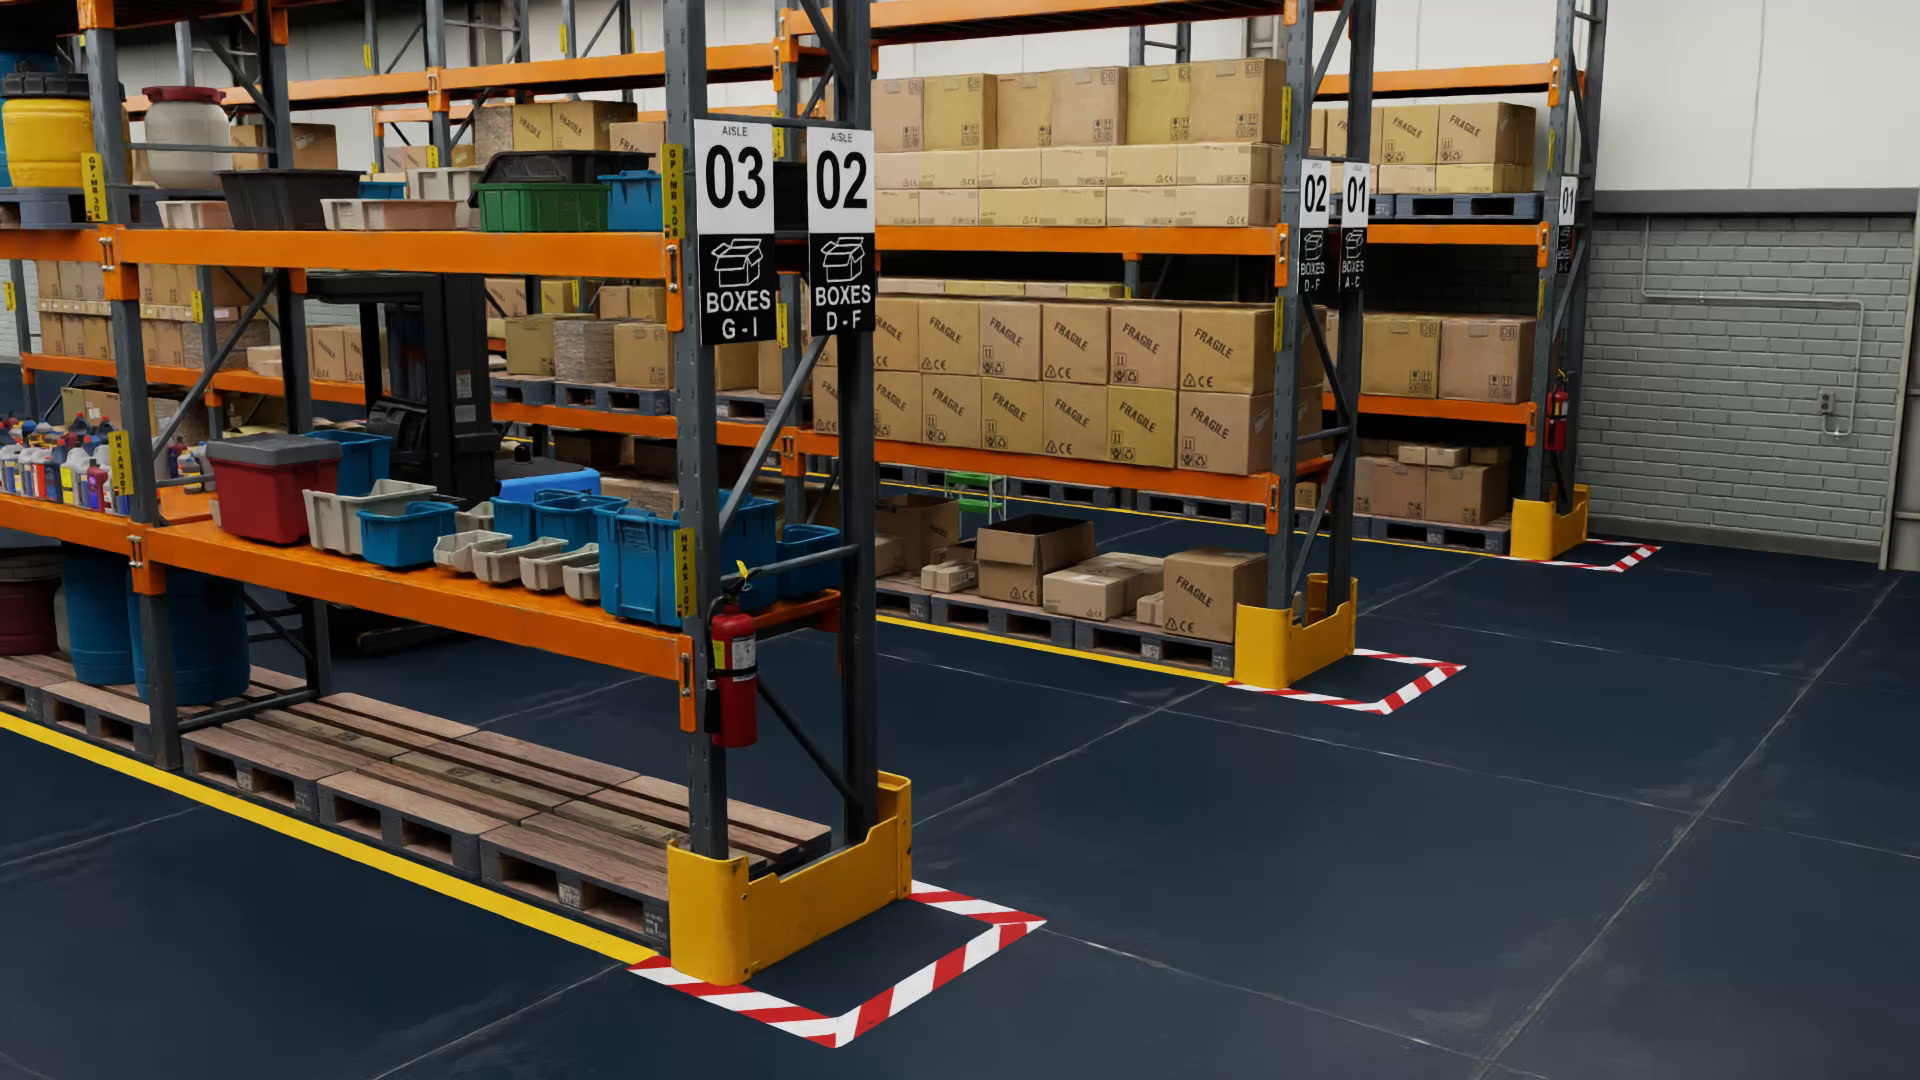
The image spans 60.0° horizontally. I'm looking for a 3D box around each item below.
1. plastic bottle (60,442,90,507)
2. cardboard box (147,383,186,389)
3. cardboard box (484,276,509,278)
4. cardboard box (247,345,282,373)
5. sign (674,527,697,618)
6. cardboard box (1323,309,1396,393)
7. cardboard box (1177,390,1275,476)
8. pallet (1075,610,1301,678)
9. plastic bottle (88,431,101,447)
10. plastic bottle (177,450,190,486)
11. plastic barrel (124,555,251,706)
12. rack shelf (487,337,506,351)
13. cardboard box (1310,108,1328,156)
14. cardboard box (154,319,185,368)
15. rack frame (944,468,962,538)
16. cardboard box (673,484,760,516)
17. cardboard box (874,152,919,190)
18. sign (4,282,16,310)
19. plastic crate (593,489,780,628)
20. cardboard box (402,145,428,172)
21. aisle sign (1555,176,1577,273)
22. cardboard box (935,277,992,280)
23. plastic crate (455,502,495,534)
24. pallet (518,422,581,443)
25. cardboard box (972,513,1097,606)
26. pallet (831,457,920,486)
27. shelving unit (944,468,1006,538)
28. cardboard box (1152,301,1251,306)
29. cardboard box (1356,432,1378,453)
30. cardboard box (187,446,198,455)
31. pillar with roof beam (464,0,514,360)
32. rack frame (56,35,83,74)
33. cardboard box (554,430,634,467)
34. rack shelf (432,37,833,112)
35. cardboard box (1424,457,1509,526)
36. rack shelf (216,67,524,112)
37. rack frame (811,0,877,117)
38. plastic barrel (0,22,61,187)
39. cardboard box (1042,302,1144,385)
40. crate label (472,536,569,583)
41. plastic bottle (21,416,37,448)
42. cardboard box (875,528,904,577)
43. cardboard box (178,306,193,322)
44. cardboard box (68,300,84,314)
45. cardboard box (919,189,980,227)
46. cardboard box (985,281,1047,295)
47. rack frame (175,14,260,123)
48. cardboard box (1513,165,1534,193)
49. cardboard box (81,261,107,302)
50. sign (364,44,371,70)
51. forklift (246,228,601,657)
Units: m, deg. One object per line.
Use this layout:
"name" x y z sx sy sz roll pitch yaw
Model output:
"plastic bottle" -4.852 -0.365 9.151 0.185 0.351 0.144 8 13 36
"cardboard box" -9.231 -1.543 19.267 0.500 0.500 0.500 8 13 36
"cardboard box" -6.400 -3.371 22.923 0.500 0.500 0.500 7 13 34
"cardboard box" -7.007 -1.871 17.201 0.500 0.250 0.500 9 14 39
"sign" -1.006 0.119 6.087 0.005 0.325 0.100 8 13 36
"cardboard box" 3.552 -1.774 15.511 0.700 0.700 0.980 7 13 33
"cardboard box" 1.720 -0.702 10.500 0.500 0.500 0.500 8 14 37
"pallet" 1.538 0.627 11.236 1.213 0.211 1.003 8 13 36
"plastic bottle" -5.317 -0.531 10.215 0.097 0.271 0.097 0 11 0
"plastic bottle" -4.594 -0.430 9.876 0.097 0.201 0.097 0 11 0
"plastic barrel" -4.345 0.424 9.361 0.708 0.901 0.600 8 13 36
"rack shelf" -6.113 -2.624 22.591 4.000 0.370 1.077 8 13 36
"cardboard box" 3.175 -3.641 15.107 0.500 0.500 0.500 8 14 36
"cardboard box" -8.220 -2.150 17.983 0.500 0.500 0.700 8 13 35
"rack frame" -0.063 -0.598 14.961 0.015 1.200 0.240 8 13 36
"cardboard box" -1.943 -0.152 13.339 0.500 0.500 0.500 8 14 36
"cardboard box" -0.333 -2.590 11.703 0.500 0.250 0.500 8 13 36
"sign" -10.987 -2.823 19.237 0.005 0.325 0.100 8 13 36
"plastic crate" -1.073 0.057 6.585 0.499 0.435 0.616 8 13 36
"cardboard box" -7.184 -5.080 22.546 0.500 0.500 0.500 8 13 35
"aisle sign" 5.051 -2.626 13.861 0.004 0.787 0.394 8 13 36
"cardboard box" 0.069 -2.748 18.262 0.500 0.250 0.500 8 13 34
"plastic crate" -2.336 -0.087 8.117 0.466 0.136 0.293 8 13 36
"pallet" -5.063 -1.454 21.988 1.213 0.211 1.003 8 13 36
"cardboard box" 0.535 0.126 11.897 0.637 0.503 0.797 8 13 36
"pallet" -0.686 -0.834 18.783 1.213 0.211 1.003 8 13 36
"shelving unit" 0.133 -0.570 14.820 0.503 1.200 0.258 8 13 36
"cardboard box" 1.615 -1.332 11.124 0.500 0.500 0.500 8 14 36
"cardboard box" 3.744 -0.923 15.671 0.250 0.149 0.380 8 14 36
"cardboard box" -7.933 -0.869 17.756 0.500 0.250 0.500 8 13 36
"pillar with roof beam" -9.197 -5.542 19.986 0.400 9.000 9.100 8 13 36
"rack frame" -10.654 -5.389 19.193 0.127 3.000 1.000 8 13 36
"cardboard box" -3.265 -0.826 14.851 0.500 0.250 0.500 9 14 38
"rack shelf" -2.594 -3.715 13.488 4.000 0.370 1.077 8 13 36
"cardboard box" 4.548 -0.446 14.912 0.500 0.500 0.700 8 13 36
"rack shelf" -5.818 -4.165 15.812 4.000 0.370 1.077 8 13 36
"rack frame" -1.277 -5.248 18.466 0.127 3.000 1.000 8 13 36
"plastic barrel" -5.383 -2.430 9.370 0.708 0.901 0.600 8 13 36
"cardboard box" 0.892 -1.307 10.992 0.500 0.500 0.500 8 14 37
"crate label" -1.921 0.087 7.219 0.243 0.136 0.396 8 13 36
"plastic bottle" -6.137 -0.679 10.982 0.097 0.271 0.097 0 11 0
"cardboard box" -0.772 0.090 12.588 0.500 0.311 0.500 8 13 36
"cardboard box" -7.974 -2.387 17.501 0.250 0.149 0.380 8 13 34
"cardboard box" -9.849 -2.648 18.847 0.250 0.149 0.380 8 13 35
"cardboard box" 0.066 -2.288 11.455 0.500 0.250 0.500 8 13 36
"cardboard box" 0.602 -2.556 17.271 0.500 0.250 0.500 8 14 37
"rack frame" -7.430 -4.939 16.868 0.127 3.000 1.000 8 13 36
"cardboard box" 4.728 -3.177 14.685 0.500 0.250 0.500 9 14 38
"cardboard box" -9.409 -2.954 18.724 0.500 0.500 0.700 8 14 36
"sign" -8.046 -6.562 22.590 0.005 0.325 0.100 8 13 36
"forklift" -4.029 -0.776 11.324 3.031 2.935 1.130 -9 14 -40
